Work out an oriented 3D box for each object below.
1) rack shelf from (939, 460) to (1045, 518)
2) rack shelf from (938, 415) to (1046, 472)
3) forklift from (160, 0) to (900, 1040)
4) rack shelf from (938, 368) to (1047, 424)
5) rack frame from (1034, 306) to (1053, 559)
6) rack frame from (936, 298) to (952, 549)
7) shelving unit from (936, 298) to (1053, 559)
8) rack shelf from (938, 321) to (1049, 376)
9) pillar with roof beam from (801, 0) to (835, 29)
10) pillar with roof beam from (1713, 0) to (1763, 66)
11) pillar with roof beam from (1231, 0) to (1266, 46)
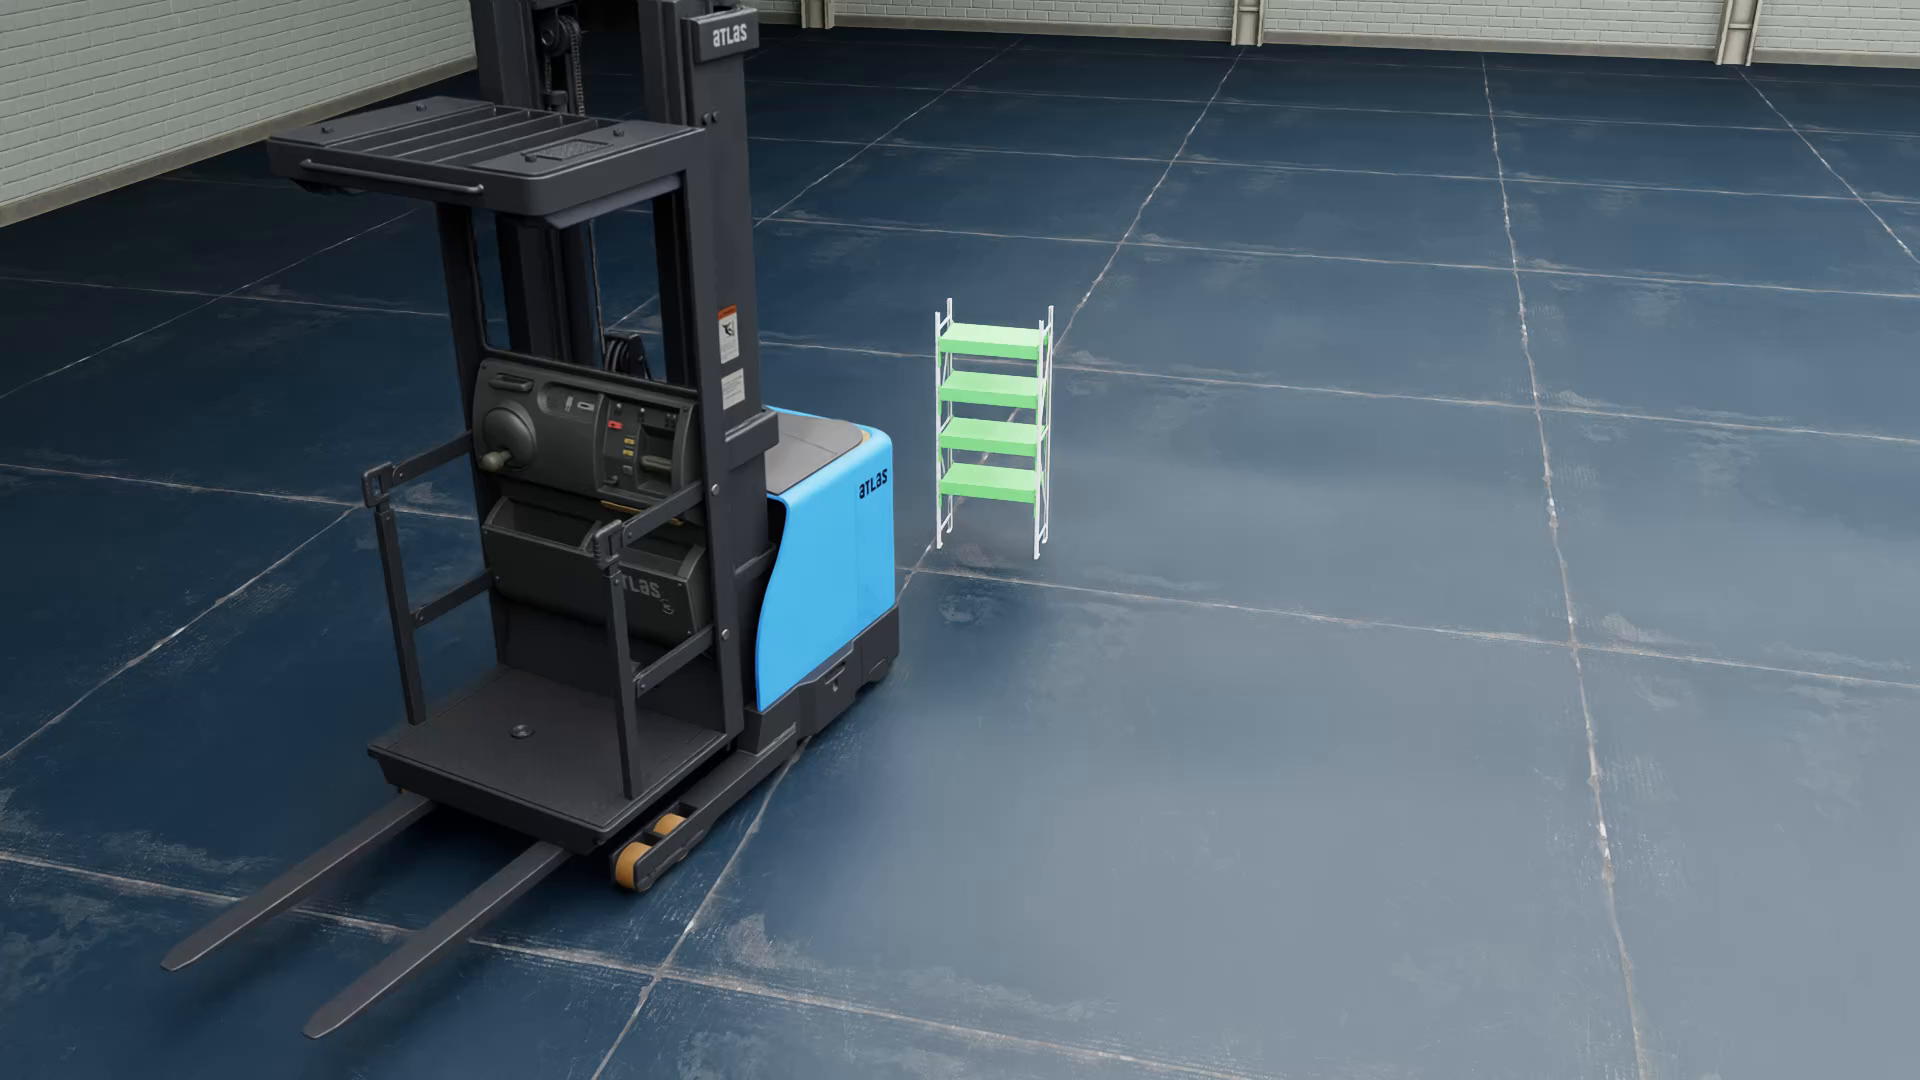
[{"bbox_3d":[0.160,-0.250,8.085,0.480,0.148,0.258,6,26,13],"label":"rack shelf"},{"bbox_3d":[0.160,-0.466,7.982,0.480,0.148,0.258,6,26,13],"label":"rack shelf"},{"bbox_3d":[-1.406,-0.338,5.550,1.130,2.935,3.031,13,28,26],"label":"forklift"},{"bbox_3d":[0.160,-0.683,7.879,0.480,0.148,0.258,6,26,13],"label":"rack shelf"},{"bbox_3d":[0.397,-0.498,7.900,0.015,1.200,0.240,6,26,13],"label":"rack frame"},{"bbox_3d":[-0.076,-0.550,8.010,0.015,1.200,0.240,6,26,13],"label":"rack frame"},{"bbox_3d":[0.160,-0.524,7.955,0.503,1.200,0.258,6,26,13],"label":"shelving unit"},{"bbox_3d":[0.160,-0.900,7.776,0.480,0.148,0.258,6,26,13],"label":"rack shelf"},{"bbox_3d":[-3.069,-9.508,17.751,0.400,9.000,9.100,6,26,13],"label":"pillar with roof beam"},{"bbox_3d":[8.553,-8.223,15.053,0.400,9.000,9.100,6,26,13],"label":"pillar with roof beam"},{"bbox_3d":[2.742,-8.865,16.402,0.400,9.000,9.100,6,26,13],"label":"pillar with roof beam"}]
